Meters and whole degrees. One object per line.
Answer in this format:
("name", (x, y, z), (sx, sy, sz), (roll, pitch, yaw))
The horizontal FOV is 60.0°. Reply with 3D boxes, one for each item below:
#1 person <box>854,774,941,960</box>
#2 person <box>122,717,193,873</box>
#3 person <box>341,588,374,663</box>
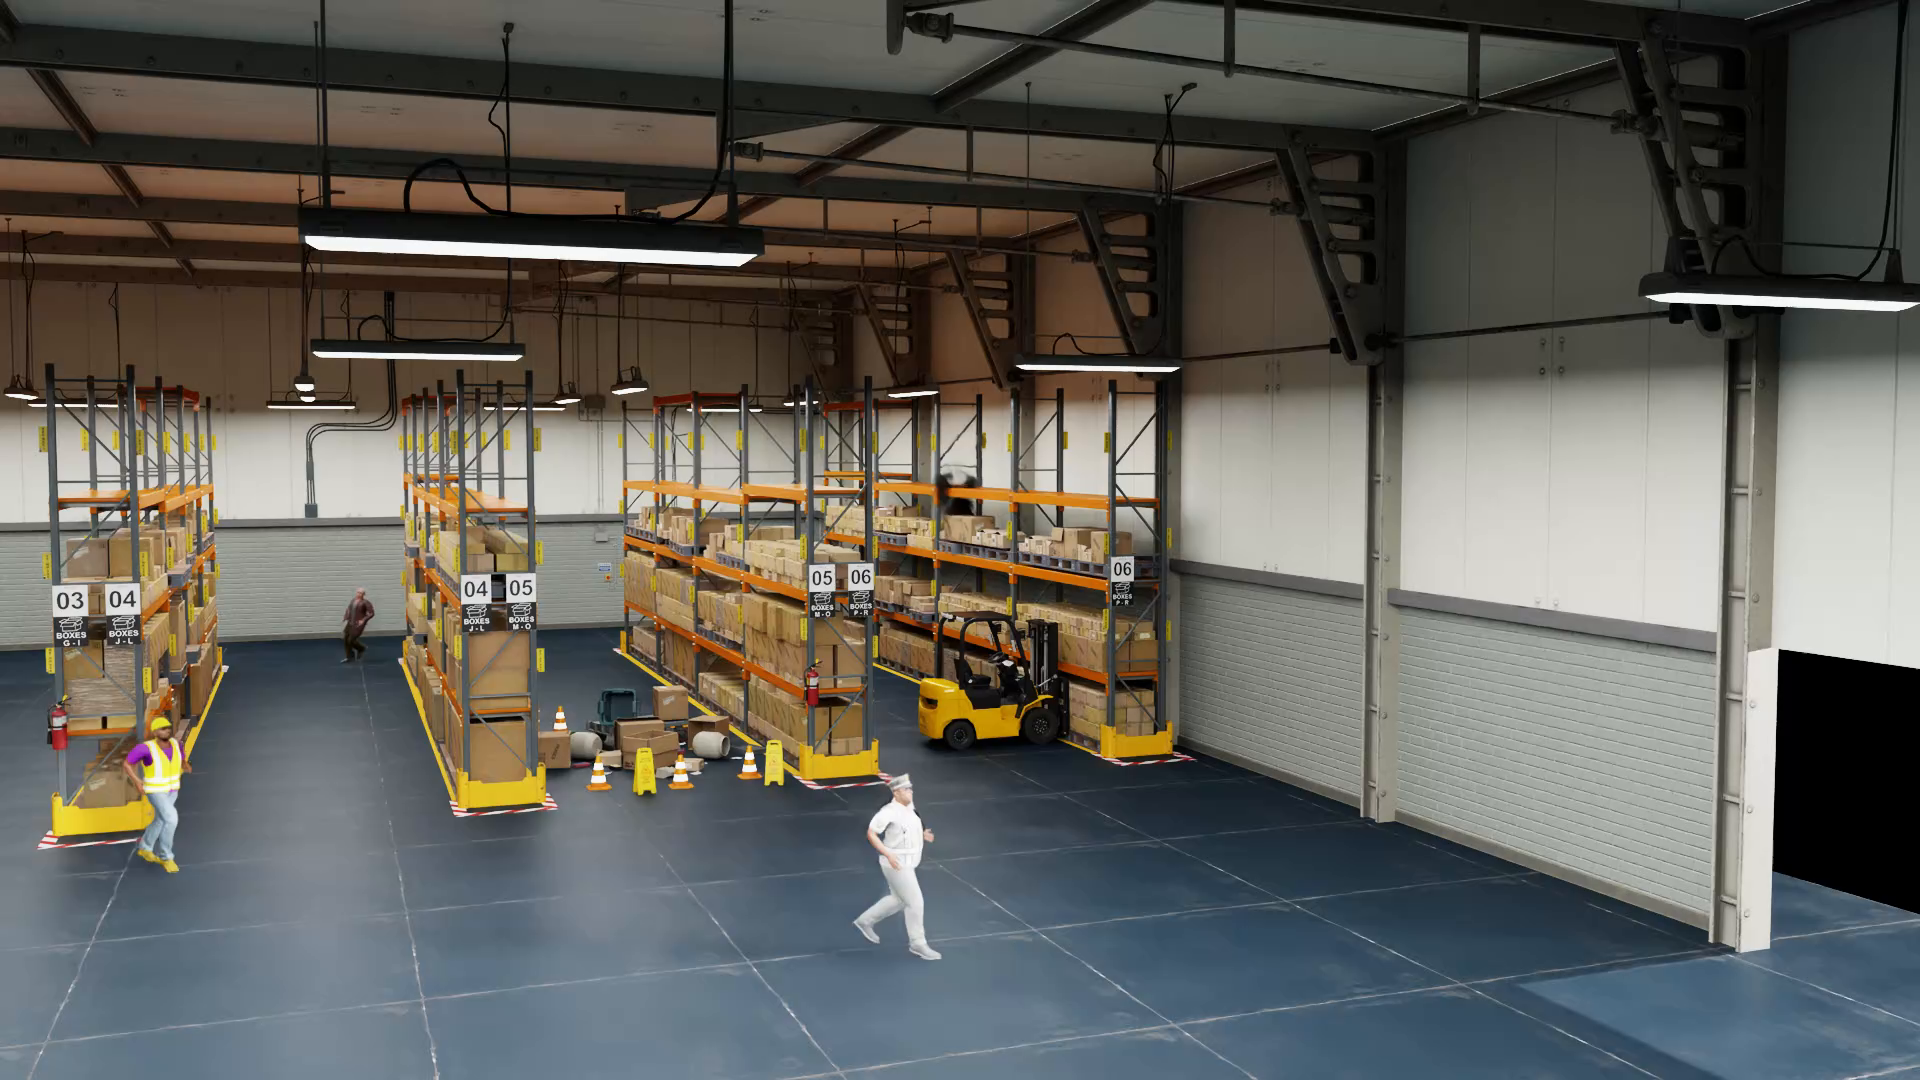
("person", (-0.609, 3.166, 16.272), (0.911, 1.803, 0.647), (1, 3, 15))
("person", (-9.404, 2.984, 19.570), (0.758, 1.828, 0.682), (1, 4, 20))
("person", (-13.696, 1.944, 37.839), (0.776, 1.719, 0.581), (2, 4, 25))
